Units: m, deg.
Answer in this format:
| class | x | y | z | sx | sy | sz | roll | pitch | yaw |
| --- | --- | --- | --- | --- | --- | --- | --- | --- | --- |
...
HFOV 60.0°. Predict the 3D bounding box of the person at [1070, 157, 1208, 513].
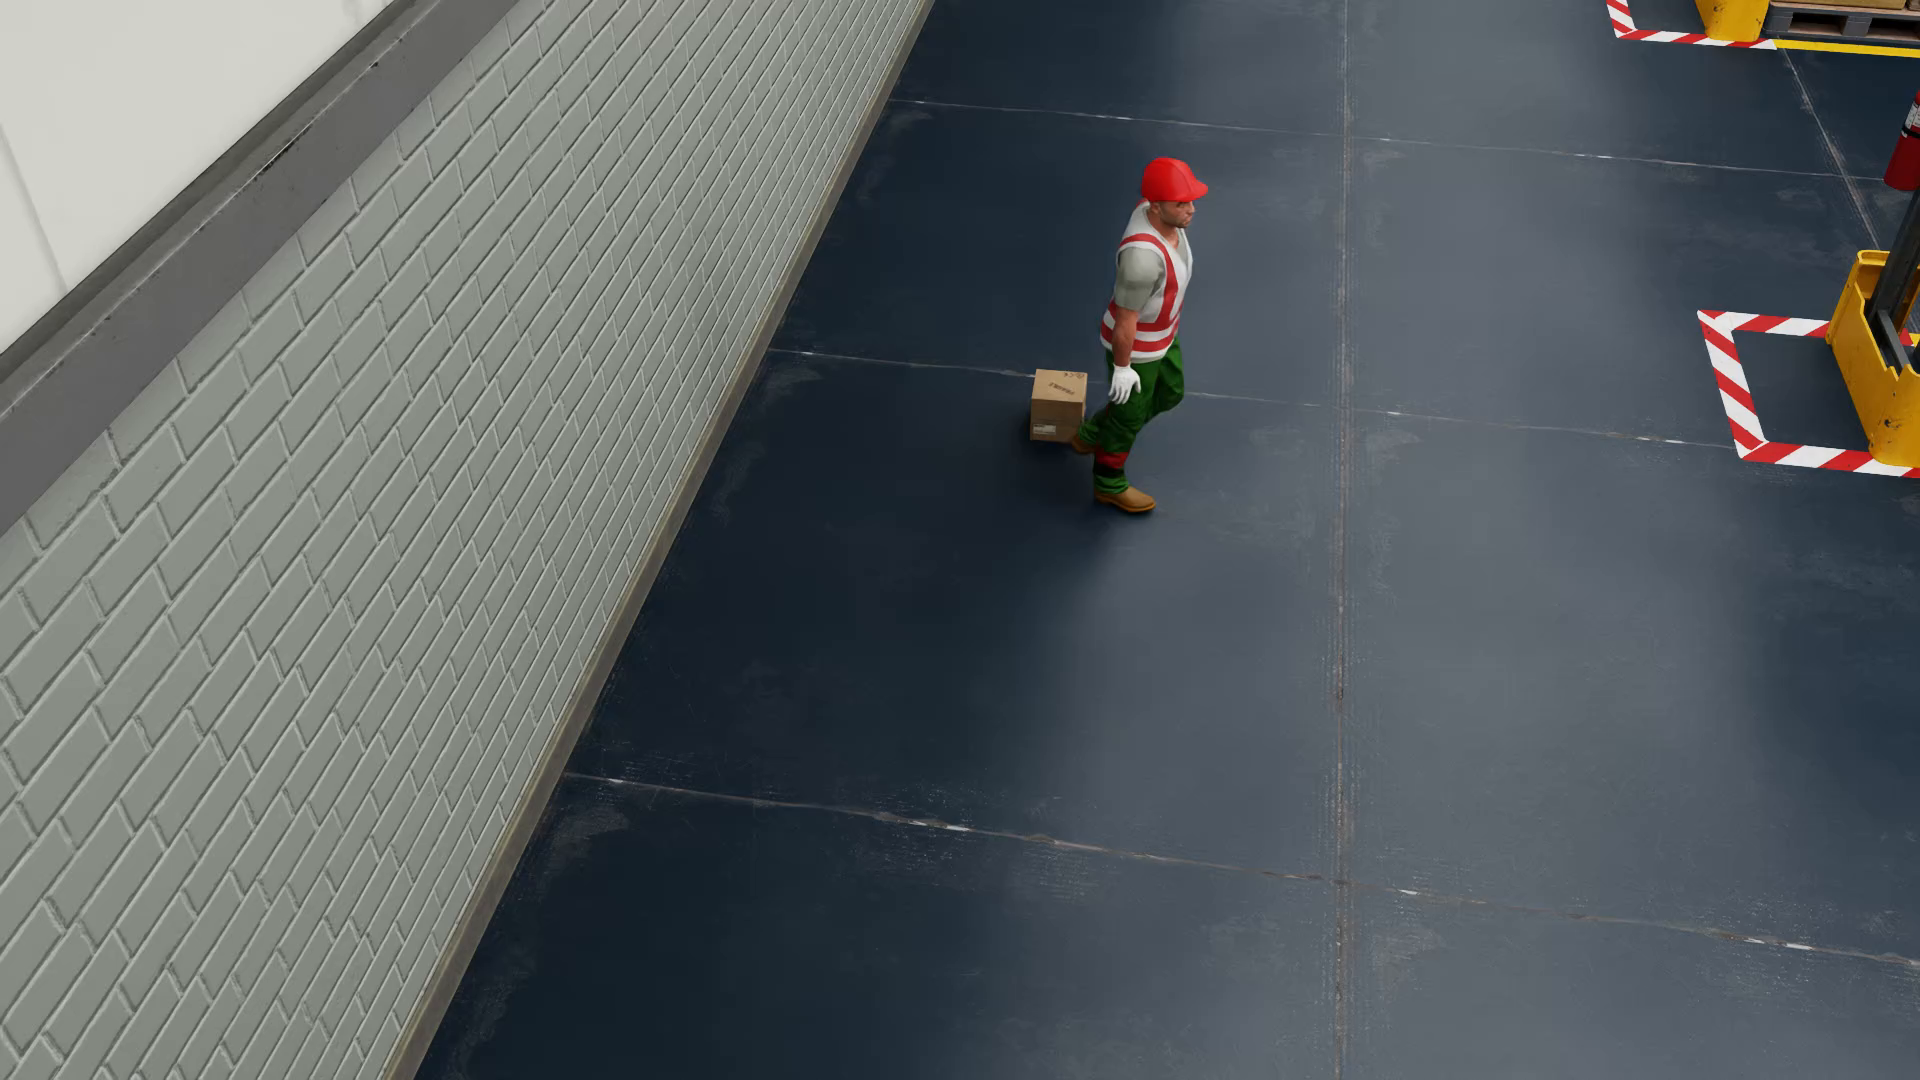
| class | x | y | z | sx | sy | sz | roll | pitch | yaw |
| --- | --- | --- | --- | --- | --- | --- | --- | --- | --- |
| person | 0.740 | -0.869 | 7.159 | 0.548 | 1.782 | 0.588 | 13 | 42 | 15 |
